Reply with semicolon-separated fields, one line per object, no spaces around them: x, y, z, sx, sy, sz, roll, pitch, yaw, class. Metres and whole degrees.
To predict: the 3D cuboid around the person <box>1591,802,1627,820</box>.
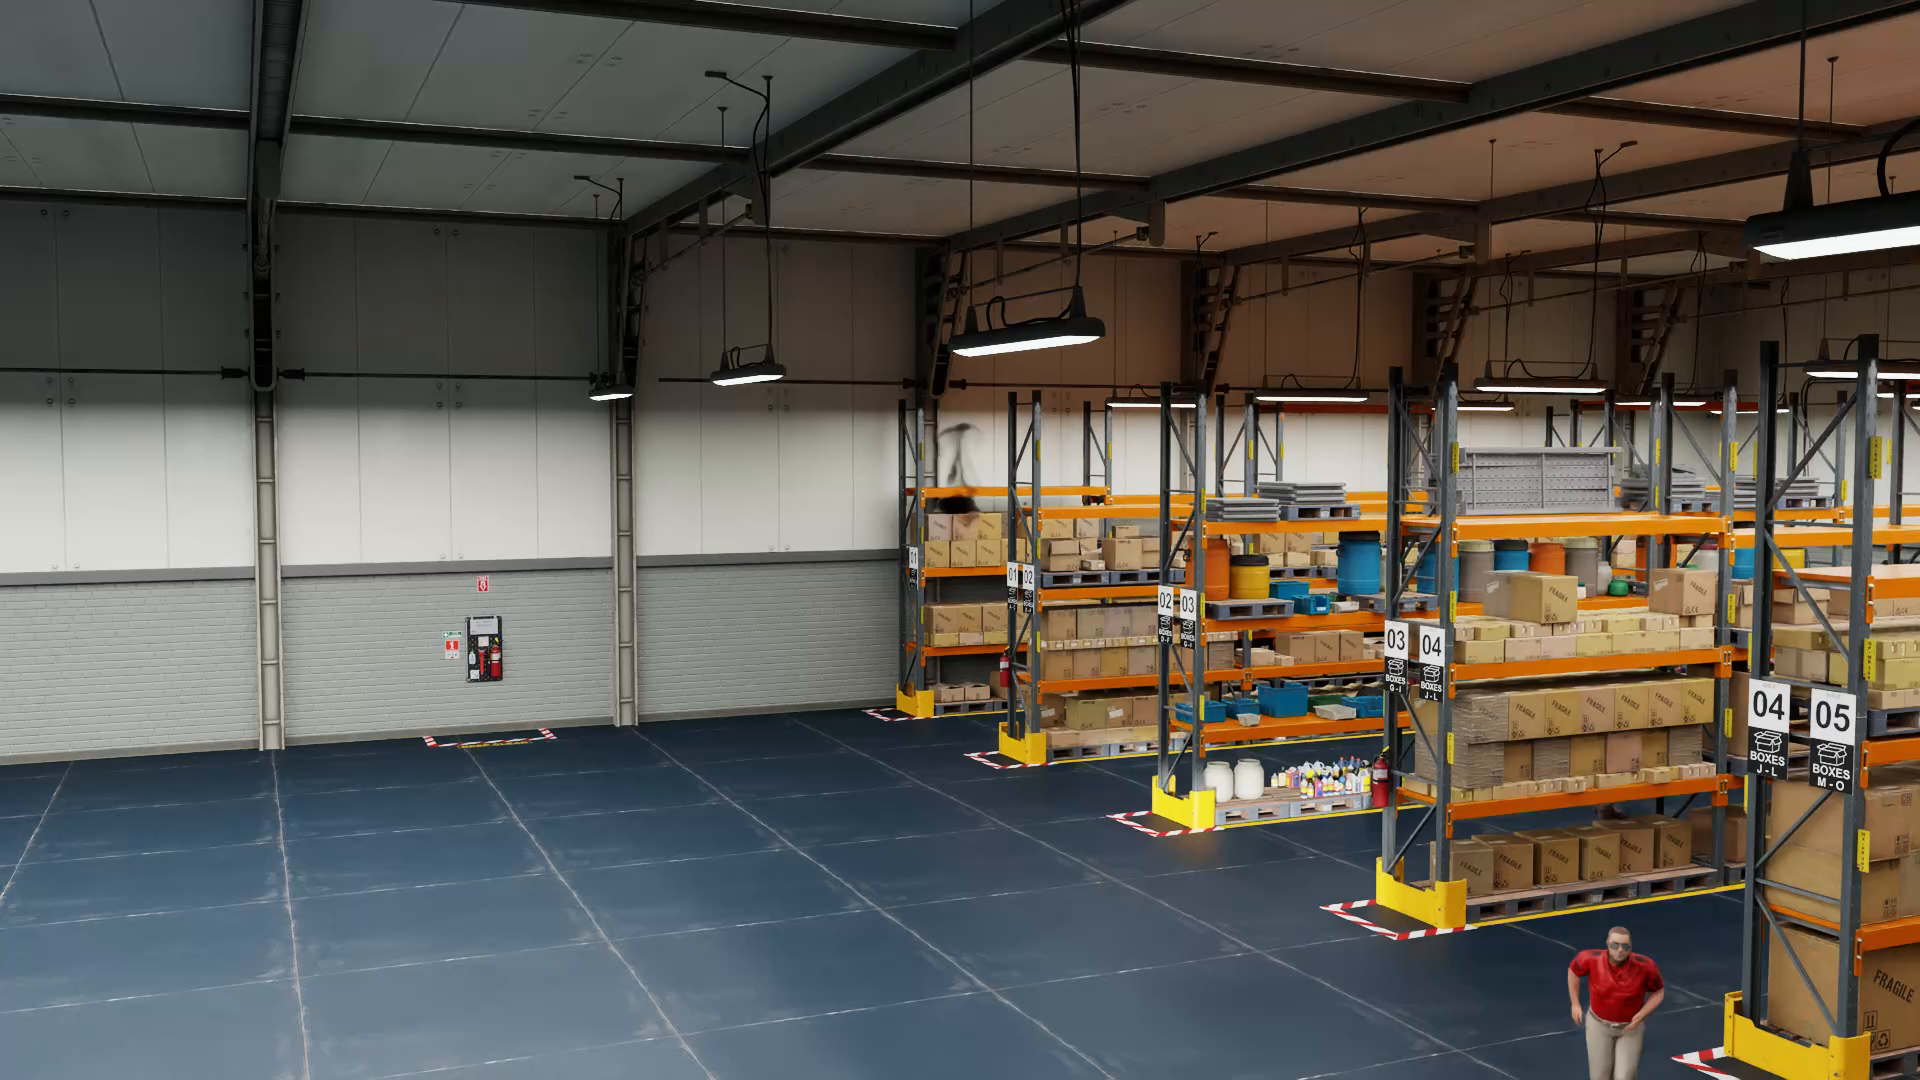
8.377;3.072;21.350;0.760;1.684;0.669;-2;4;-29;person

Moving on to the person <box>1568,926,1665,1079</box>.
4.870;3.634;12.379;0.658;1.665;0.767;1;3;15;person
